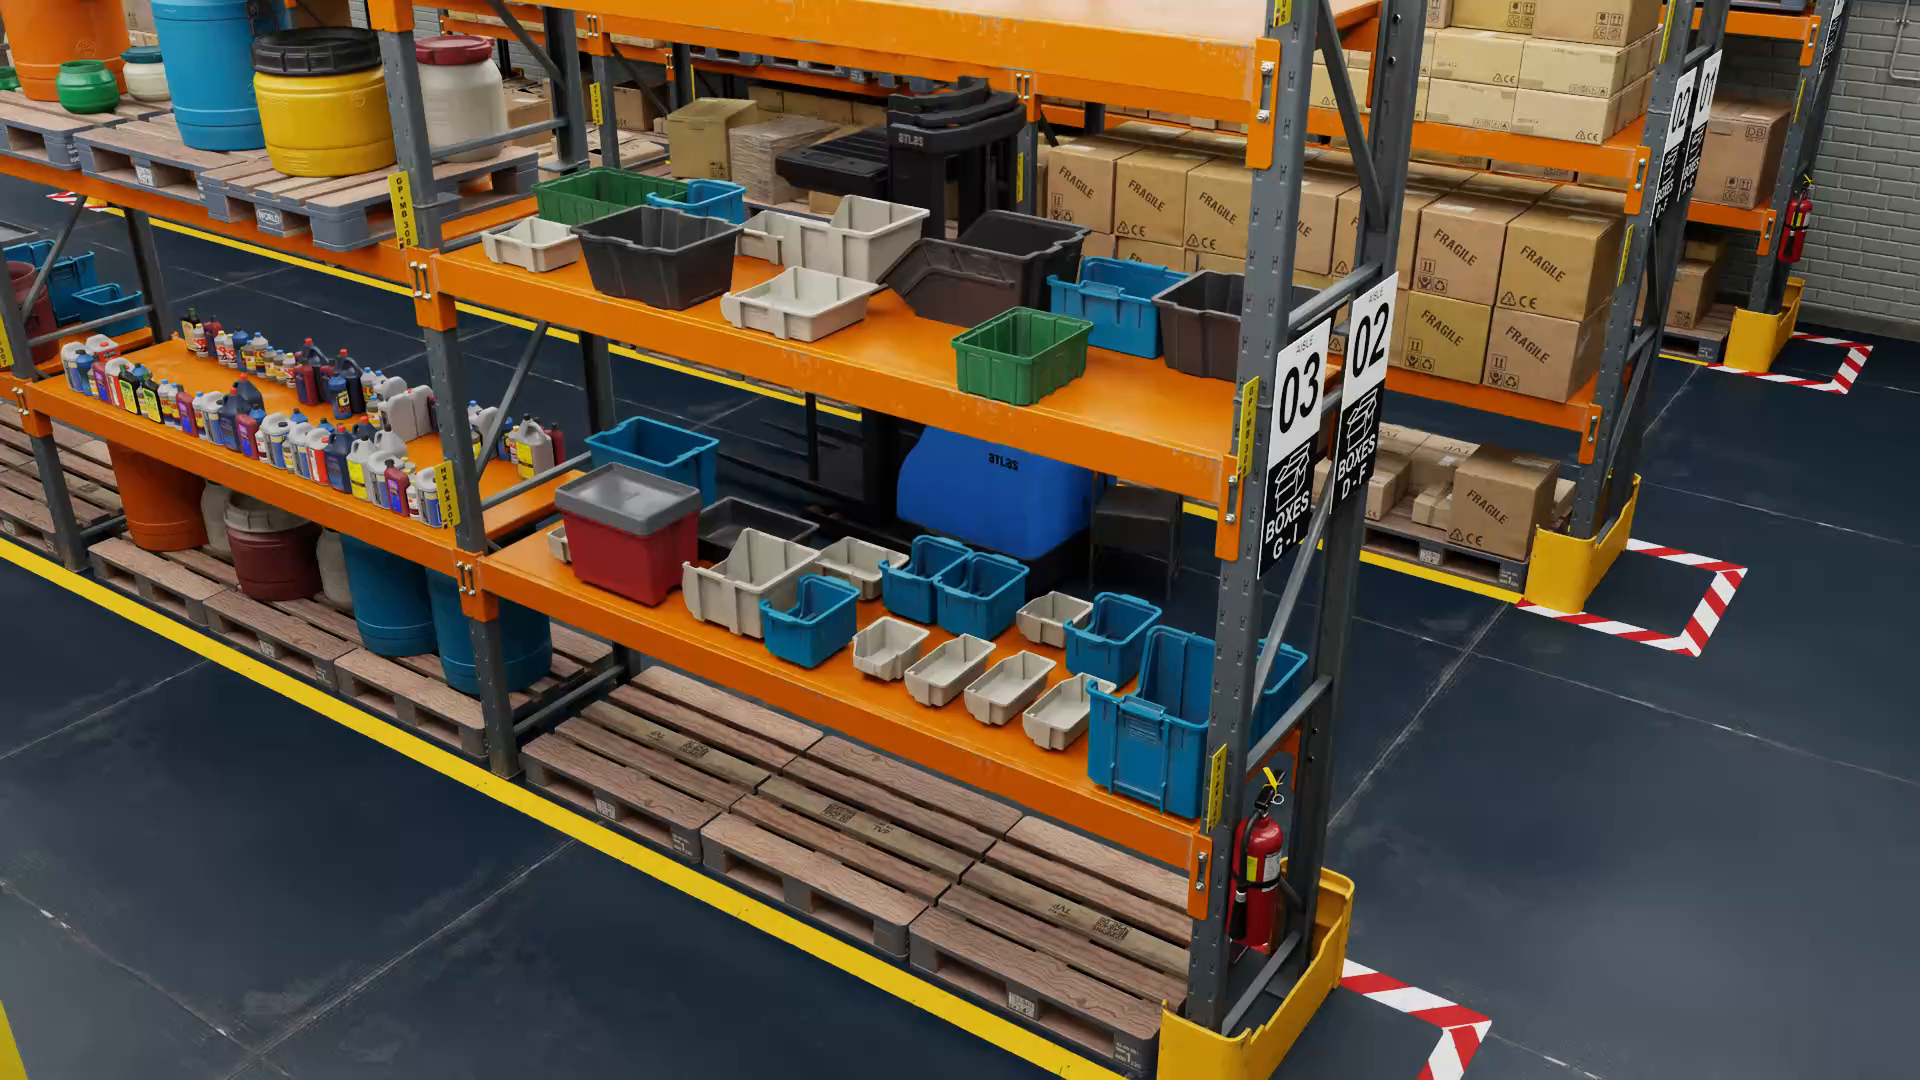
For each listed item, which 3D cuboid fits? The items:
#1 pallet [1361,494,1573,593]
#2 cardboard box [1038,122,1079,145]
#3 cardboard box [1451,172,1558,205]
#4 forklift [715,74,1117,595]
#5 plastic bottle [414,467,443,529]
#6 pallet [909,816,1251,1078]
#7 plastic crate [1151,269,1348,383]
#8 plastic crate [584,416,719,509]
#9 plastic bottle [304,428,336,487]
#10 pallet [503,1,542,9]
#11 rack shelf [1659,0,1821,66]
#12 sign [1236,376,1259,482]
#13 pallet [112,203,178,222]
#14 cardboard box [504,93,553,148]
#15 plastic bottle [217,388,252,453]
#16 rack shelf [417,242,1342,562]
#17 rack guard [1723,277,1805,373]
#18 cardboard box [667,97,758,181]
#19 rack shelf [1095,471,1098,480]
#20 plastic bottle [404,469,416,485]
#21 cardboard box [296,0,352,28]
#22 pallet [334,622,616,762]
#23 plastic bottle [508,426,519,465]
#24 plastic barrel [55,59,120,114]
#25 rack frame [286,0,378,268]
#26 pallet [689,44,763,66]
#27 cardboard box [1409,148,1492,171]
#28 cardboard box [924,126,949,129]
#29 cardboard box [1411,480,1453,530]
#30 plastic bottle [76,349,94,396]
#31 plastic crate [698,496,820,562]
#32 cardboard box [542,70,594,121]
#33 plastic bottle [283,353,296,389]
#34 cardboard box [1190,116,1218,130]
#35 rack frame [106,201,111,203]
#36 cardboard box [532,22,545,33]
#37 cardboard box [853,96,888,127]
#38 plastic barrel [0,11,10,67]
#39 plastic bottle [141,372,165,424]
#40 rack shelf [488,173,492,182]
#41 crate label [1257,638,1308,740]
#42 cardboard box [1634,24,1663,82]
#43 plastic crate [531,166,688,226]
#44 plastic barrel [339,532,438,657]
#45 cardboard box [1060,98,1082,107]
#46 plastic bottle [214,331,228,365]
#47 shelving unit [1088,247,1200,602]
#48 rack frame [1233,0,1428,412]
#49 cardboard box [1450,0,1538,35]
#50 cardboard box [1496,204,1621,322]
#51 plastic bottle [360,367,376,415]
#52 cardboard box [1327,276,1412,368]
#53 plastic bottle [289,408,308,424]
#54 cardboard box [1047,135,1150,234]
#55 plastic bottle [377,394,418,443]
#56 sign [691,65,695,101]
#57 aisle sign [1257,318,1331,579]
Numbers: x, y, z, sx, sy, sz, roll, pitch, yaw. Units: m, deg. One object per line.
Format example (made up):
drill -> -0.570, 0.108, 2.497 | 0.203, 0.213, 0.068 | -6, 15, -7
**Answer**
pallet -> 3.284, -0.097, 10.983 | 1.213, 0.211, 1.003 | 17, 32, 30
cardboard box -> 0.744, -4.015, 17.513 | 0.750, 0.750, 0.750 | 17, 31, 30
cardboard box -> 3.353, -1.950, 10.337 | 0.500, 0.500, 0.500 | 18, 32, 31
forklift -> -0.455, -1.491, 10.722 | 3.031, 2.935, 1.130 | 19, 33, 33
plastic bottle -> -2.608, -0.218, 8.281 | 0.135, 0.276, 0.152 | 17, 32, 30
pallet -> 0.539, 1.751, 7.351 | 1.213, 0.211, 1.003 | 17, 32, 30
plastic crate -> 1.038, -0.747, 6.022 | 0.590, 0.269, 0.497 | 17, 32, 30
plastic crate -> -1.522, -0.320, 8.297 | 0.575, 0.384, 0.392 | 17, 32, 30
plastic bottle -> -3.325, -0.441, 8.720 | 0.135, 0.276, 0.152 | 17, 32, 30
pallet -> -3.200, -4.564, 13.586 | 1.003, 0.211, 1.213 | 19, 33, 33
rack shelf -> 5.158, -4.499, 14.043 | 4.000, 0.370, 1.077 | 17, 32, 30
sign -> 0.899, -0.346, 5.205 | 0.005, 0.325, 0.100 | 17, 32, 30
pallet -> -8.530, -3.802, 18.261 | 1.213, 0.211, 1.003 | 17, 32, 30
cardboard box -> -3.982, -3.640, 14.759 | 0.500, 0.500, 0.500 | 15, 31, 28
plastic bottle -> -3.951, -0.667, 9.082 | 0.185, 0.351, 0.144 | 17, 32, 30
rack shelf -> -0.451, -0.795, 6.765 | 4.000, 0.370, 1.077 | 17, 32, 30
rack guard -> 6.826, -1.849, 14.106 | 0.348, 0.500, 1.175 | 17, 32, 30
cardboard box -> -2.007, -3.283, 13.594 | 0.500, 0.500, 0.700 | 7, 28, 13
rack shelf -> 1.097, -0.657, 10.025 | 0.480, 0.518, 0.431 | 7, 28, 14
plastic bottle -> -2.794, -0.261, 8.449 | 0.097, 0.201, 0.097 | 0, 27, 0
cardboard box -> -6.256, -4.932, 15.868 | 0.500, 0.500, 0.700 | 17, 32, 31
pallet -> -2.712, 0.736, 9.344 | 1.213, 0.211, 1.003 | 17, 32, 30
plastic bottle -> -2.376, -0.515, 8.947 | 0.097, 0.201, 0.097 | 0, 27, 0
plastic barrel -> -4.654, -2.417, 8.866 | 0.294, 0.245, 0.294 | 0, 27, 0
rack frame -> -5.887, -4.198, 15.965 | 0.127, 3.000, 1.000 | 17, 32, 30
pallet -> -2.538, -5.715, 19.157 | 1.213, 0.211, 1.003 | 17, 32, 30
cardboard box -> 4.546, -3.795, 14.844 | 0.700, 0.700, 0.980 | 16, 31, 29
cardboard box -> -0.411, -4.271, 18.380 | 0.500, 0.500, 0.700 | 18, 32, 31
cardboard box -> 3.134, -0.235, 10.817 | 0.250, 0.166, 0.380 | 17, 32, 30
plastic bottle -> -5.143, -0.990, 9.805 | 0.097, 0.271, 0.097 | 0, 27, 0
plastic crate -> -1.025, -0.010, 7.973 | 0.590, 0.125, 0.437 | 17, 32, 30
cardboard box -> -4.817, -5.595, 20.982 | 0.500, 0.500, 0.700 | 15, 31, 27
plastic bottle -> -3.985, -1.016, 9.933 | 0.097, 0.201, 0.097 | 0, 27, 0
cardboard box -> 2.410, -4.060, 15.949 | 0.250, 0.149, 0.380 | 17, 32, 30
rack frame -> -9.184, -5.225, 17.984 | 0.127, 3.000, 1.000 | 17, 32, 30
cardboard box -> -4.892, -6.384, 20.405 | 0.500, 0.250, 0.500 | 18, 32, 31
cardboard box -> -0.845, -4.775, 18.544 | 0.500, 0.250, 0.500 | 18, 32, 31
plastic barrel -> -5.951, -3.172, 10.090 | 0.600, 0.901, 0.600 | 0, 27, 0
plastic bottle -> -4.567, -0.806, 9.430 | 0.133, 0.283, 0.061 | 17, 32, 30
rack shelf -> -4.238, -3.364, 15.119 | 4.000, 0.370, 1.077 | 17, 32, 30
crate label -> 1.180, 0.596, 6.664 | 0.303, 0.233, 0.416 | 17, 32, 30
cardboard box -> 3.729, -2.838, 9.601 | 0.500, 0.250, 0.500 | 17, 32, 30
plastic crate -> -1.580, -1.539, 7.668 | 0.662, 0.188, 0.450 | 17, 32, 30
plastic barrel -> -3.122, 0.128, 9.317 | 0.708, 0.901, 0.600 | 17, 32, 30
cardboard box -> 1.222, -4.500, 16.814 | 0.250, 0.149, 0.380 | 18, 32, 31
plastic bottle -> -4.547, -1.191, 10.276 | 0.097, 0.201, 0.097 | 0, 27, 0
shelving unit -> 1.097, -0.669, 10.019 | 0.503, 2.100, 0.431 | 7, 28, 14
rack frame -> 1.197, -1.939, 4.913 | 0.127, 3.000, 1.000 | 17, 32, 30
cardboard box -> 3.208, -3.229, 9.542 | 0.500, 0.500, 0.700 | 17, 32, 30
cardboard box -> 3.482, -1.618, 9.684 | 0.500, 0.500, 0.500 | 17, 32, 30
plastic bottle -> -3.381, -0.859, 9.546 | 0.097, 0.271, 0.097 | 0, 27, 0
cardboard box -> 2.644, -1.436, 10.429 | 0.500, 0.500, 0.500 | 18, 32, 31
plastic bottle -> -3.571, -0.584, 9.007 | 0.097, 0.271, 0.097 | 0, 27, 0
cardboard box -> 0.937, -2.407, 11.235 | 0.500, 0.500, 0.500 | 18, 32, 32
plastic bottle -> -3.115, -0.680, 9.189 | 0.135, 0.276, 0.152 | 17, 32, 30
sign -> -2.290, -3.857, 14.106 | 0.005, 0.325, 0.100 | 17, 32, 30
aisle sign -> 1.091, -0.296, 5.432 | 0.004, 0.787, 0.394 | 17, 32, 30
